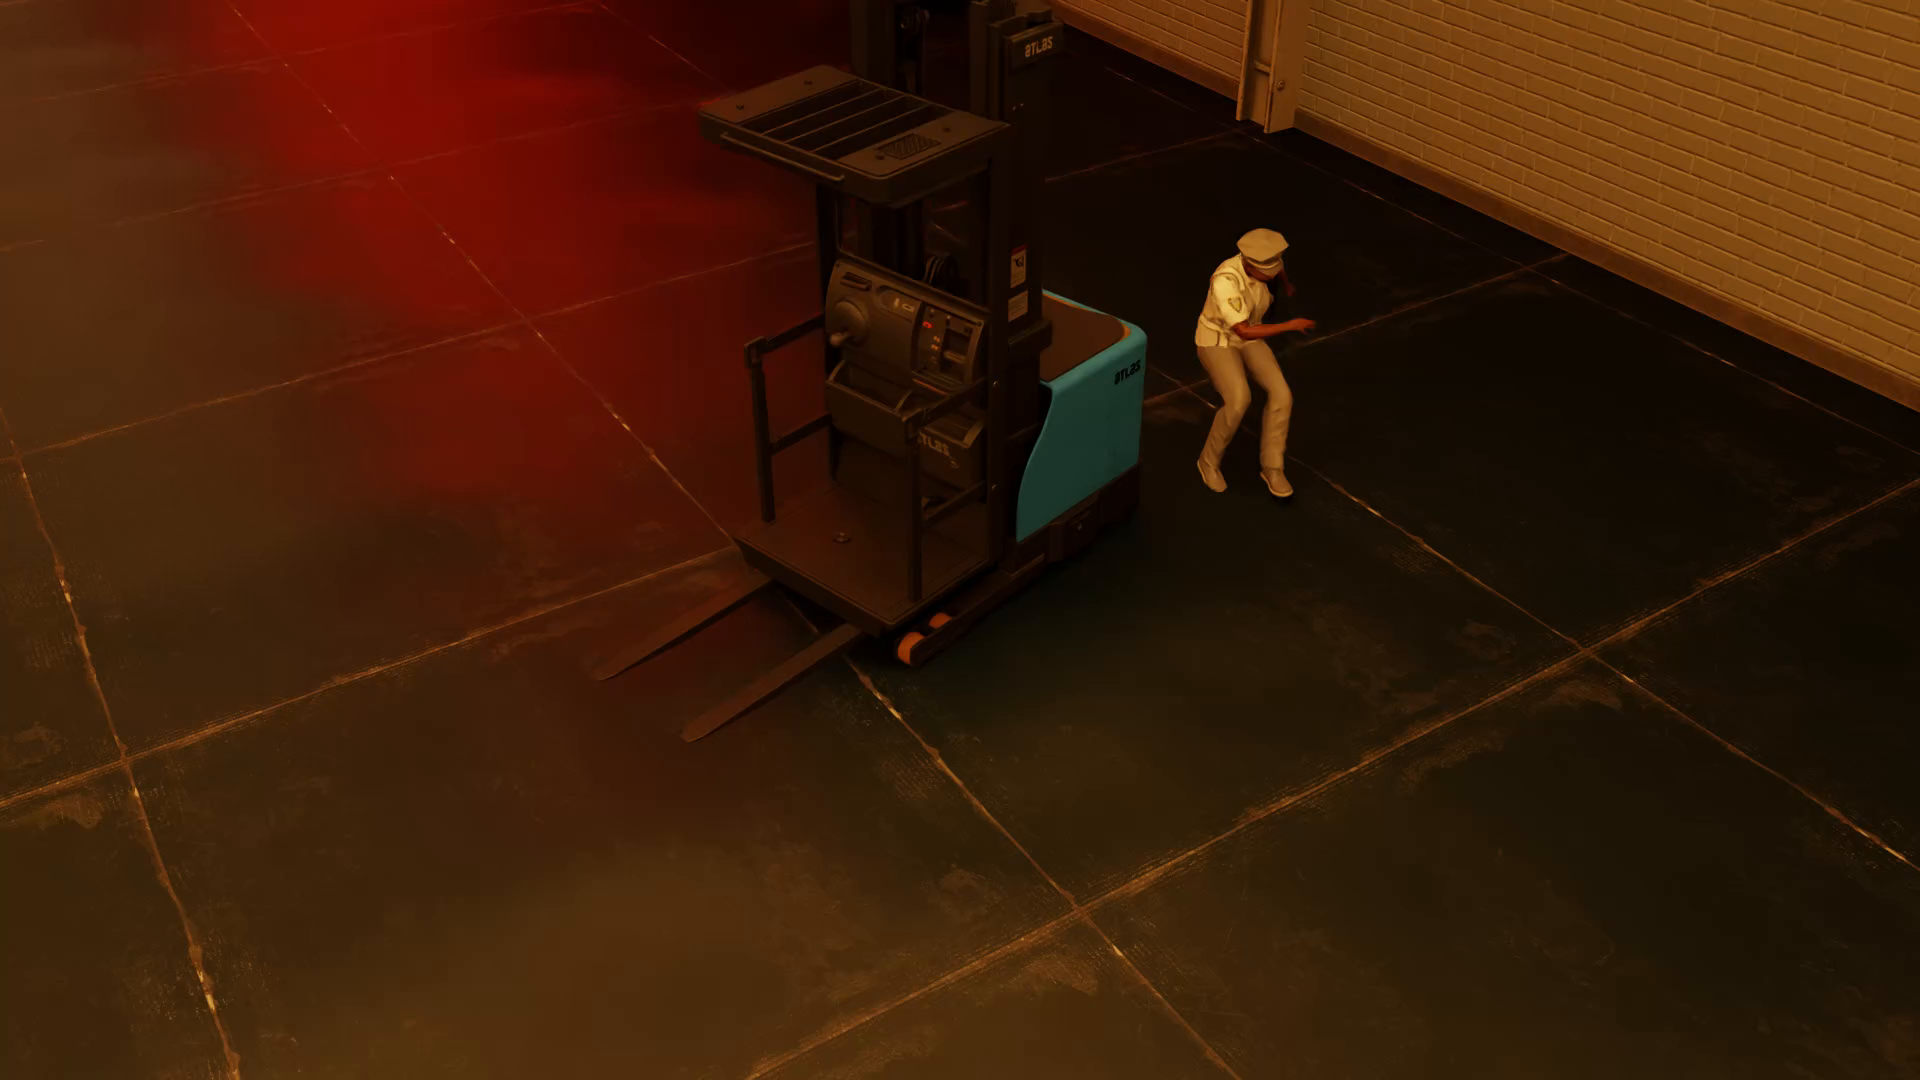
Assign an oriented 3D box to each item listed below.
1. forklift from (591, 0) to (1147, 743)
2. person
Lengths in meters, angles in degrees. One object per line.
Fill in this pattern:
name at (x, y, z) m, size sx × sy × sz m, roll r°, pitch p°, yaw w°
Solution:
forklift at (-0.400, -0.931, 7.472) m, size 1.130 × 2.935 × 3.031 m, roll 27°, pitch 43°, yaw 33°
person at (1.713, -1.017, 9.014) m, size 0.972 × 1.407 × 0.913 m, roll -20°, pitch 40°, yaw -26°
